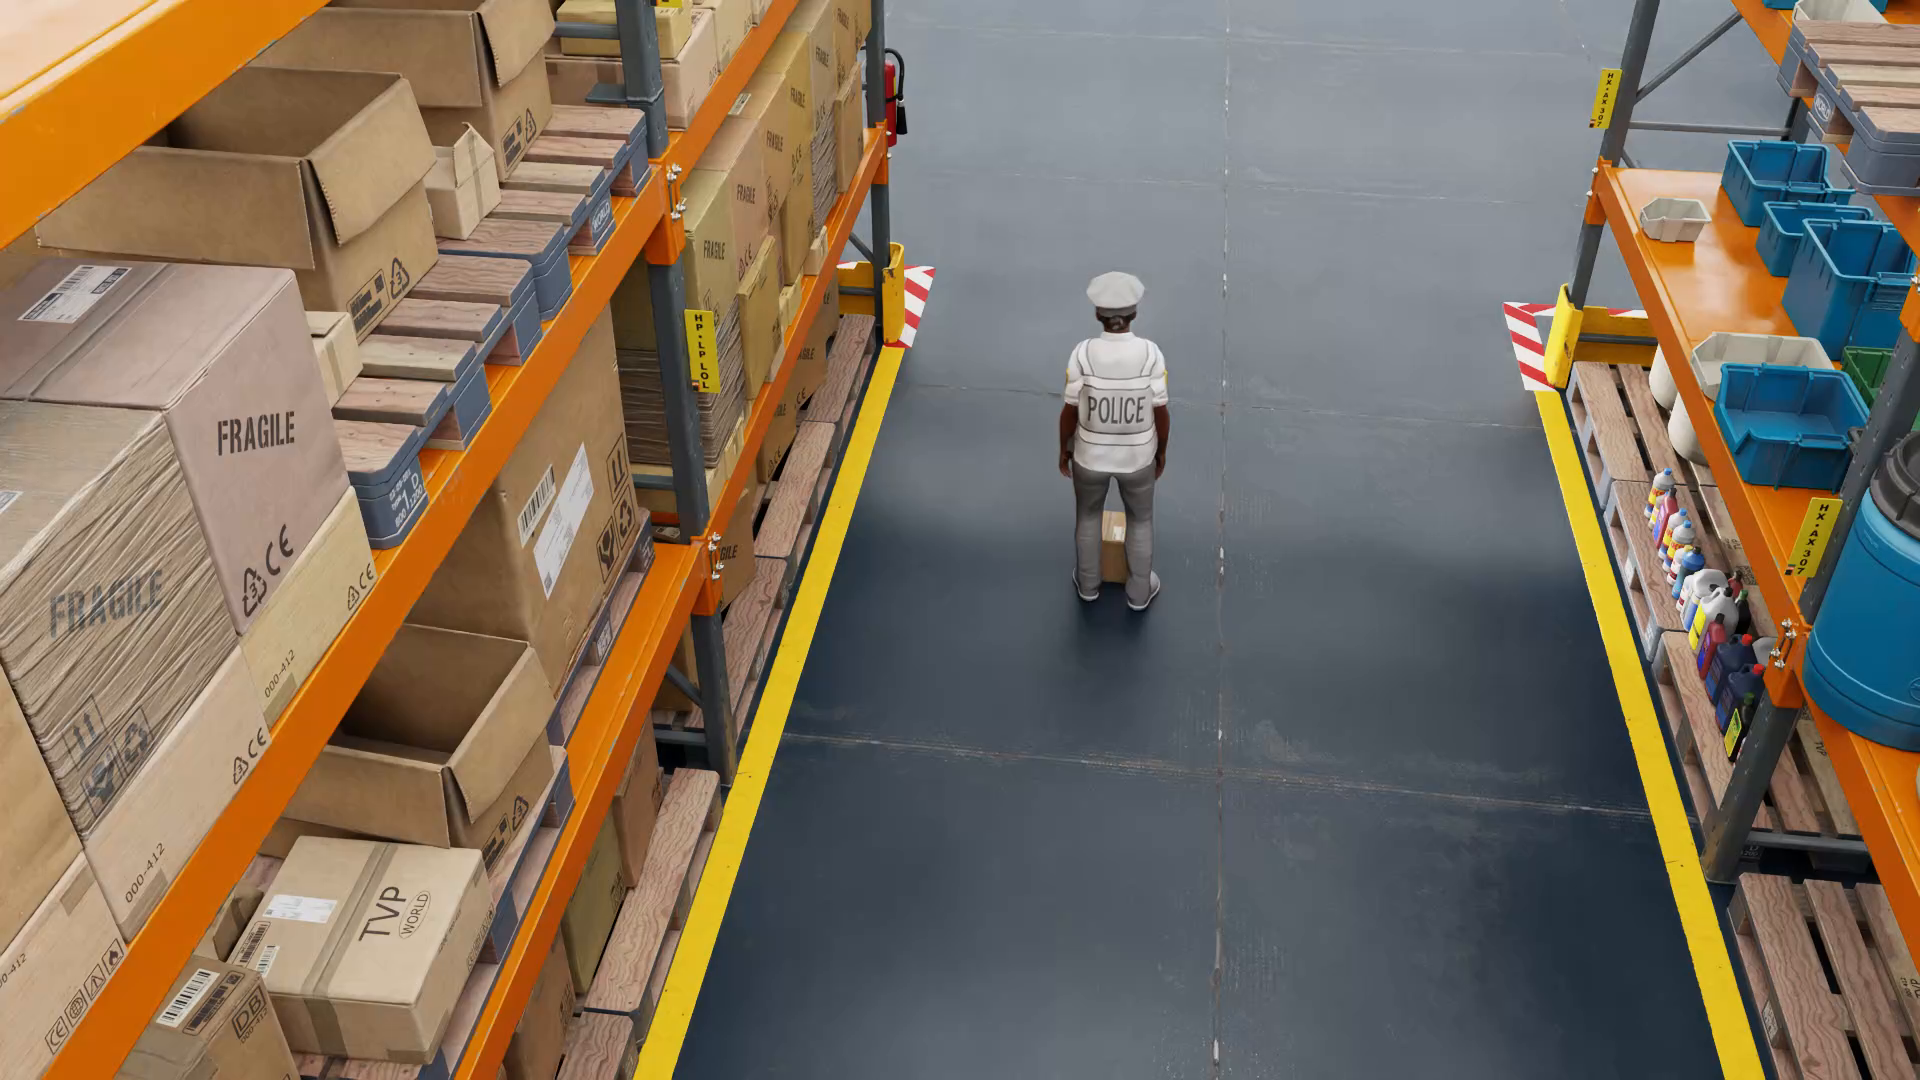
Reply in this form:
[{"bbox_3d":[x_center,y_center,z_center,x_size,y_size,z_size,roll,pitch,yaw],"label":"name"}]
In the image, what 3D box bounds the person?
[{"bbox_3d":[0.709,-0.404,7.591,0.525,1.656,0.427,2,36,3],"label":"person"}]
